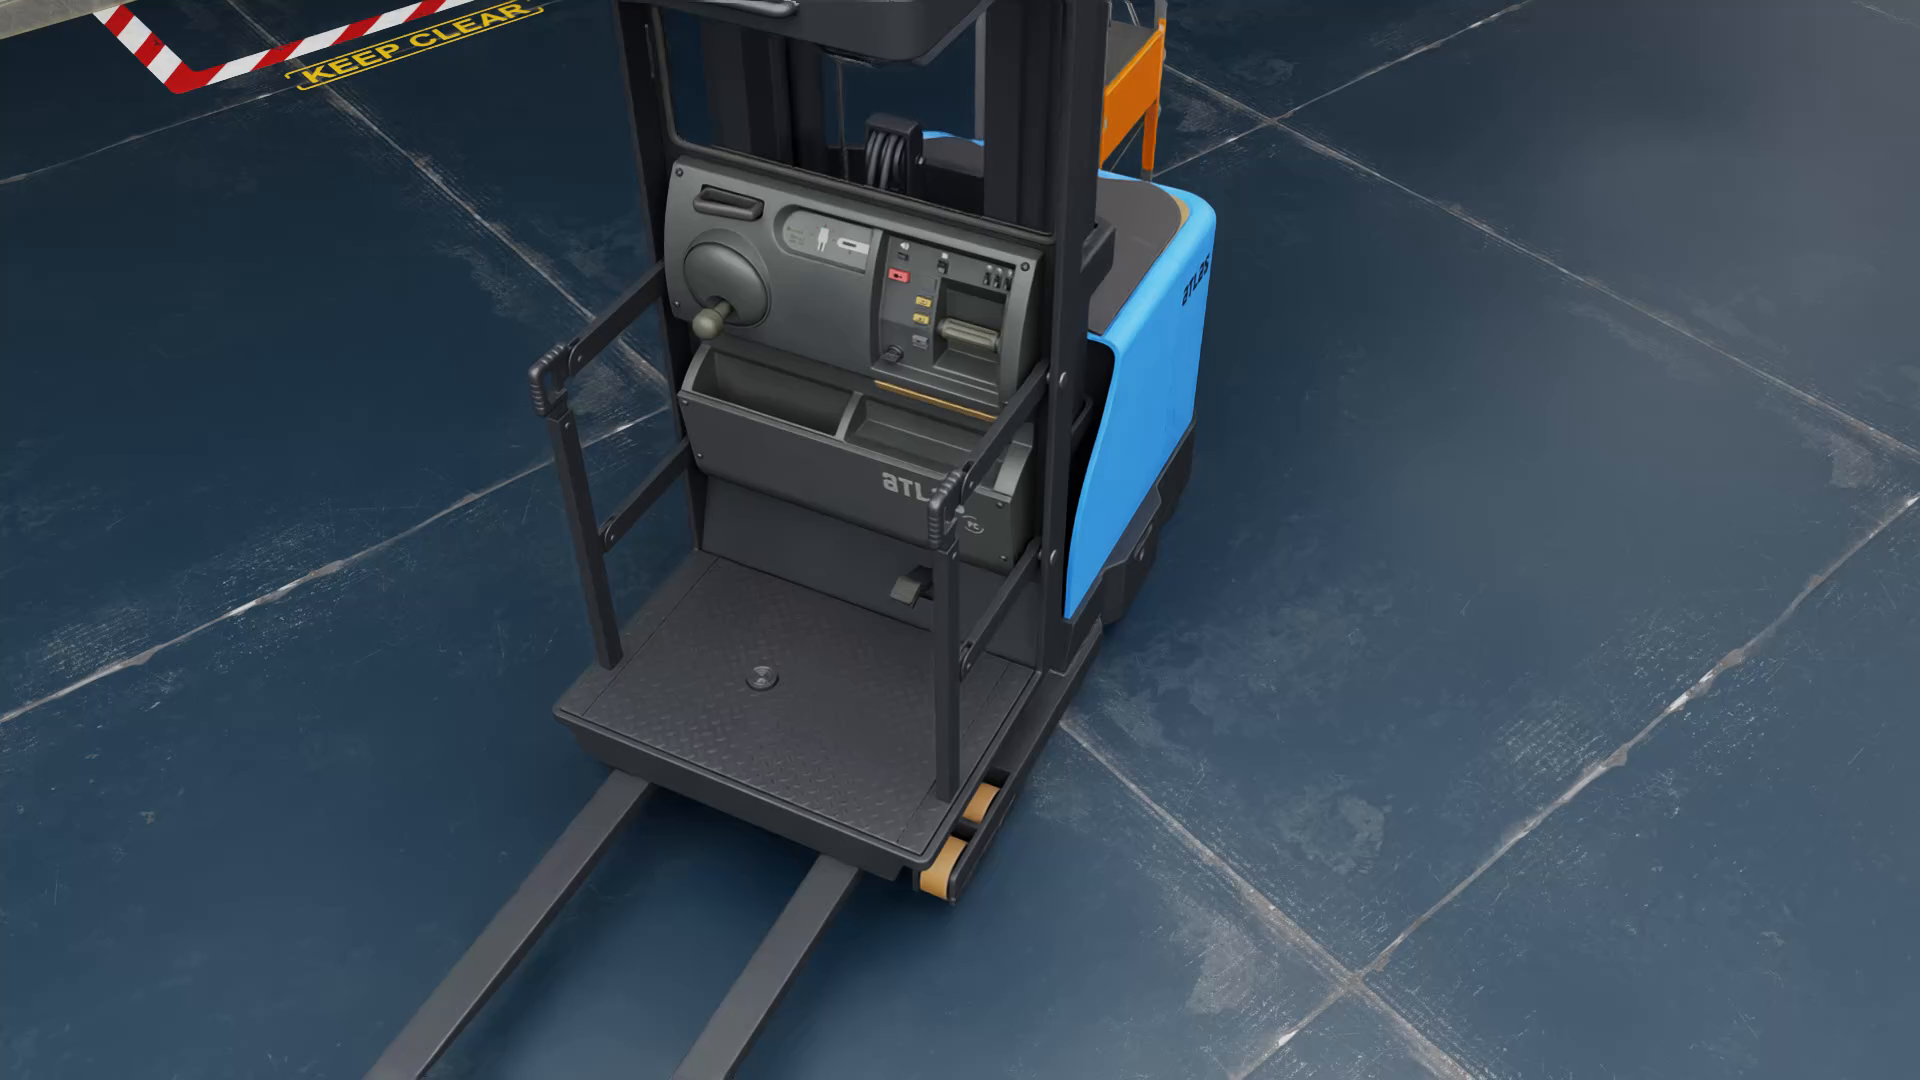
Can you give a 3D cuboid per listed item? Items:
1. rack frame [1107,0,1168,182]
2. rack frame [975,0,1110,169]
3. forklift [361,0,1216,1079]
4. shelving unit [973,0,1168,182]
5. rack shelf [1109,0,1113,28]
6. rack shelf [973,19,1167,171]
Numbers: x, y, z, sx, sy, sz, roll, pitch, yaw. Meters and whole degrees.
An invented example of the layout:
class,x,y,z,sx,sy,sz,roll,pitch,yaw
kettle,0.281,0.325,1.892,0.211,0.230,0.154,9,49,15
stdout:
class,x,y,z,sx,sy,sz,roll,pitch,yaw
rack frame,0.444,-1.465,5.276,0.400,2.100,0.015,19,46,19
rack frame,0.229,-1.165,4.956,0.400,2.100,0.015,19,46,19
forklift,-0.358,-0.498,3.640,1.130,2.935,3.031,19,46,19
shelving unit,0.337,-1.315,5.116,0.431,2.100,0.503,19,46,19
rack shelf,0.337,-1.815,4.646,0.431,0.518,0.480,19,46,19
rack shelf,0.337,-1.305,5.125,0.431,0.518,0.480,19,46,19
